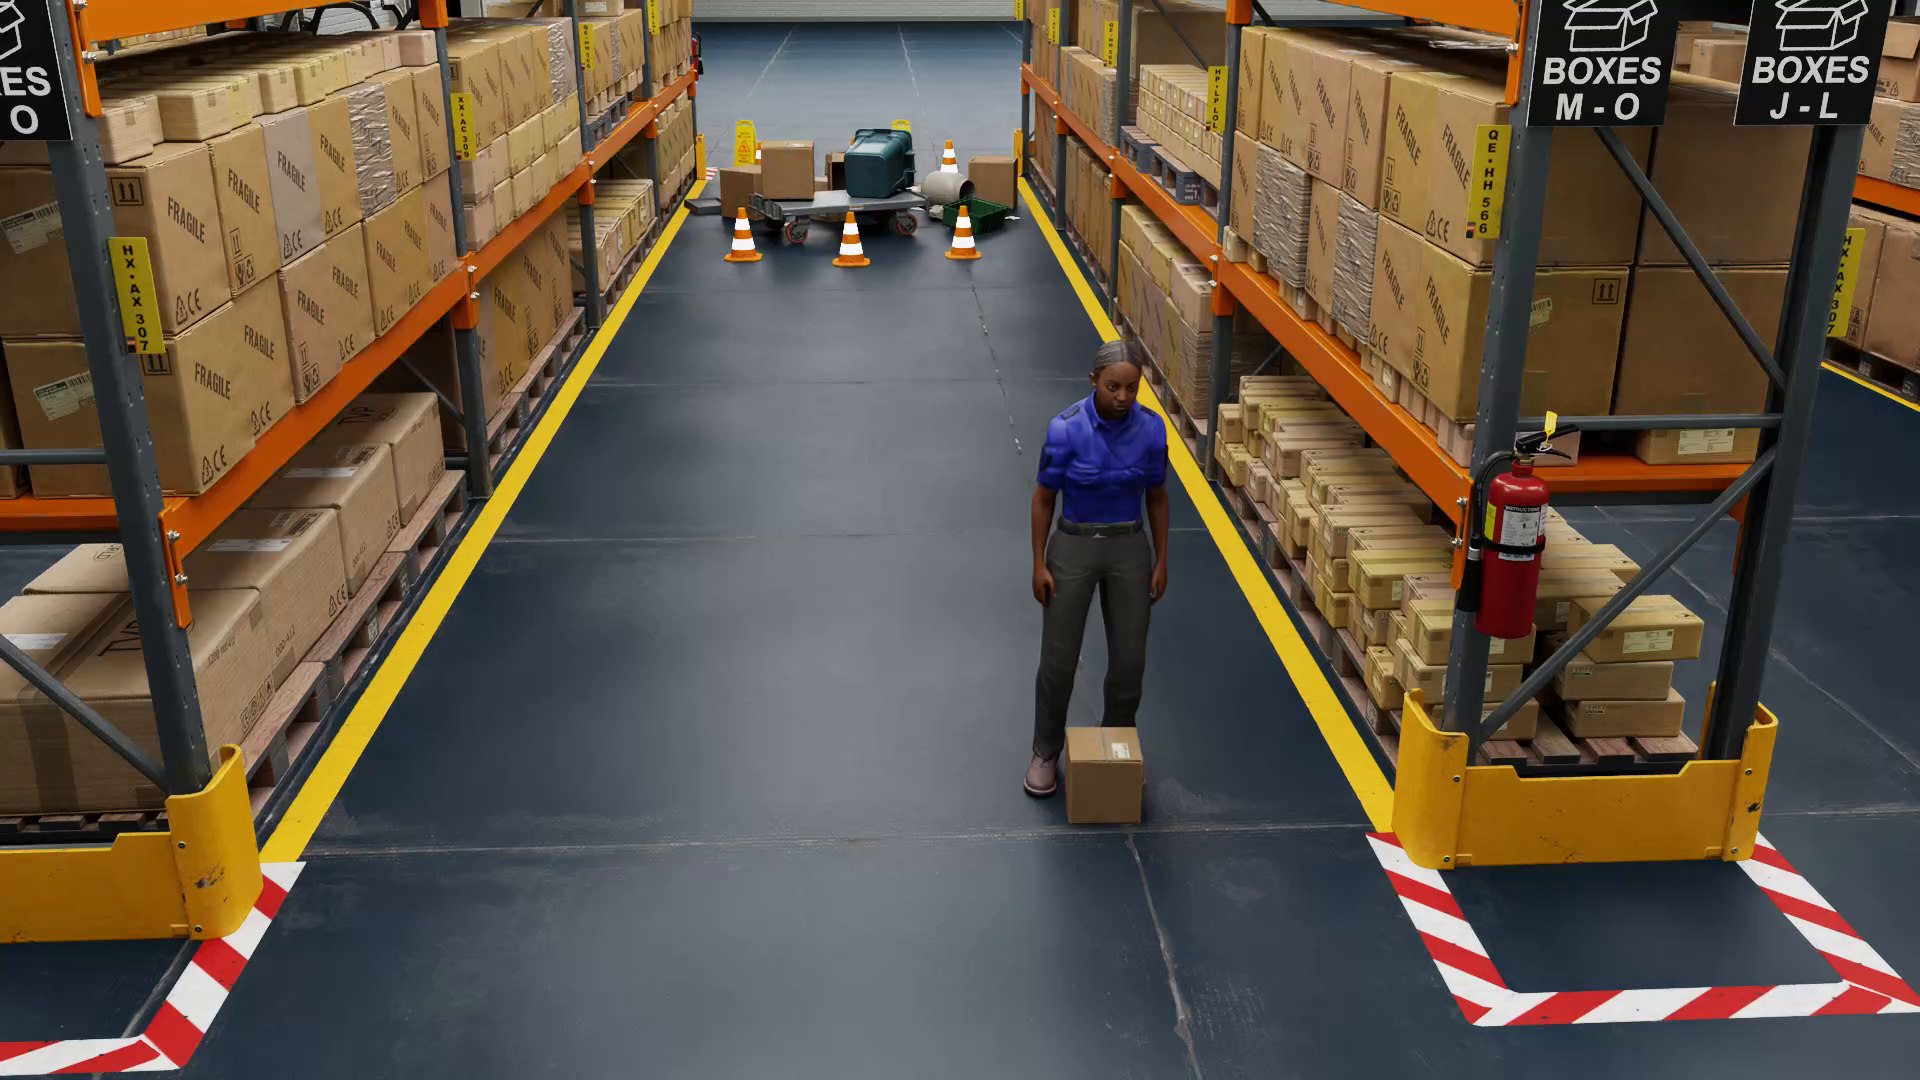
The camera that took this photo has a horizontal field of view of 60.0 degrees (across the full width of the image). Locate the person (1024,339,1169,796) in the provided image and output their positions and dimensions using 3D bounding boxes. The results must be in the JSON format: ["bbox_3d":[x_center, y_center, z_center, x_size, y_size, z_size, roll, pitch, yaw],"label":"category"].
[{"bbox_3d":[0.482,0.089,5.848,0.522,1.653,0.348,-2,21,-6],"label":"person"}]
